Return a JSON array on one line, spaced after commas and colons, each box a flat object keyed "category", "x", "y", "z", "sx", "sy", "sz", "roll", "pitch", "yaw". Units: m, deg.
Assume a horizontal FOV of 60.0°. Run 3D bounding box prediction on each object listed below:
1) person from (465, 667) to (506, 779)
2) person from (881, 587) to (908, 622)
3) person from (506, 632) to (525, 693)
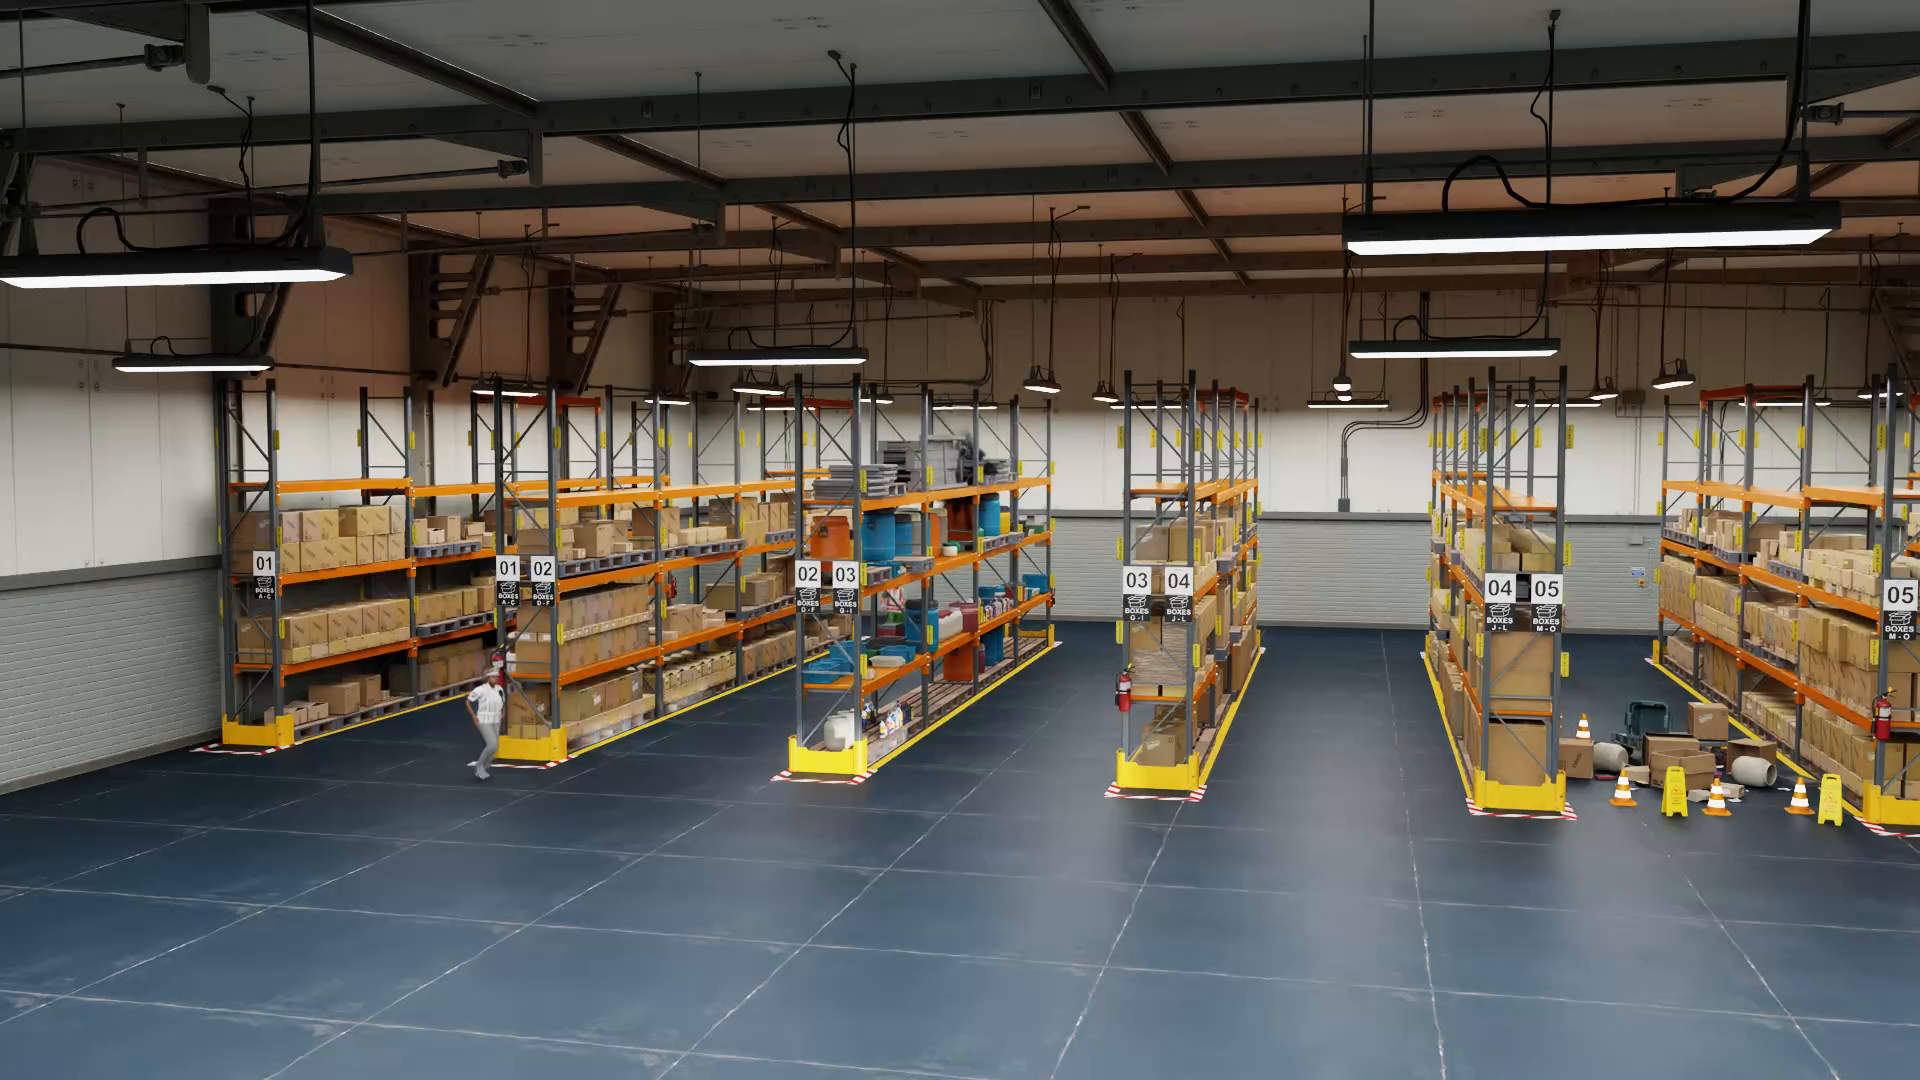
[{"category": "person", "x": -6.938, "y": 2.698, "z": 24.531, "sx": 0.578, "sy": 1.660, "sz": 0.567, "roll": 2, "pitch": 4, "yaw": 34}, {"category": "person", "x": -1.561, "y": 1.735, "z": 39.567, "sx": 0.645, "sy": 1.784, "sz": 0.700, "roll": 0, "pitch": 3, "yaw": -5}, {"category": "person", "x": -7.706, "y": 2.430, "z": 28.605, "sx": 0.690, "sy": 1.713, "sz": 0.575, "roll": 0, "pitch": 3, "yaw": 3}]
